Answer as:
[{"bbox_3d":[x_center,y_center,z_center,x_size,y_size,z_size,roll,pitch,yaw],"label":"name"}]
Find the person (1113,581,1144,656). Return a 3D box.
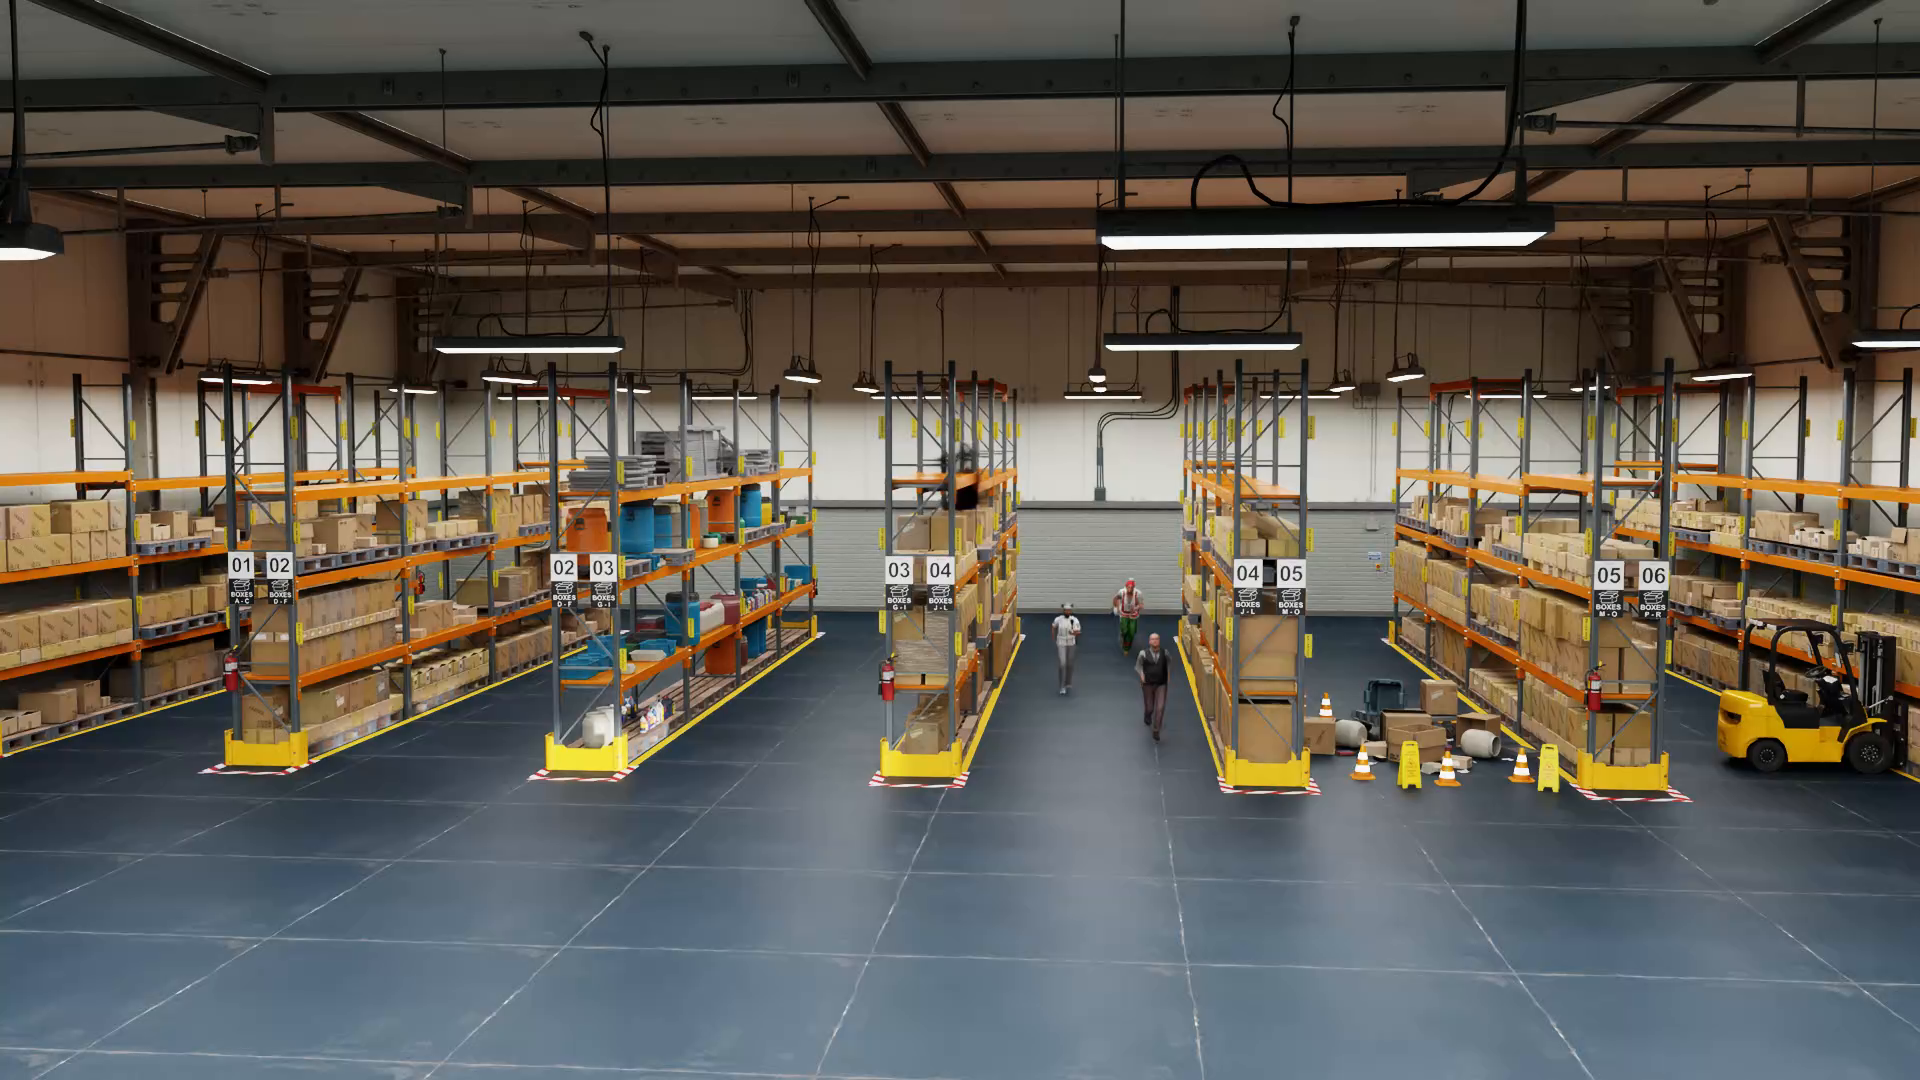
[{"bbox_3d":[3.725,1.736,36.709,0.648,1.704,0.750,0,4,-1],"label":"person"}]

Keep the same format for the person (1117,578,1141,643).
[{"bbox_3d":[3.920,1.671,38.464,0.625,1.608,0.534,0,4,-2],"label":"person"}]

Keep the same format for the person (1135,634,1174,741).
[{"bbox_3d":[3.189,2.381,27.220,0.661,1.705,0.792,0,4,0],"label":"person"}]

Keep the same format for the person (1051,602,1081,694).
[{"bbox_3d":[2.038,2.059,31.899,0.547,1.756,0.752,0,4,-3],"label":"person"}]
